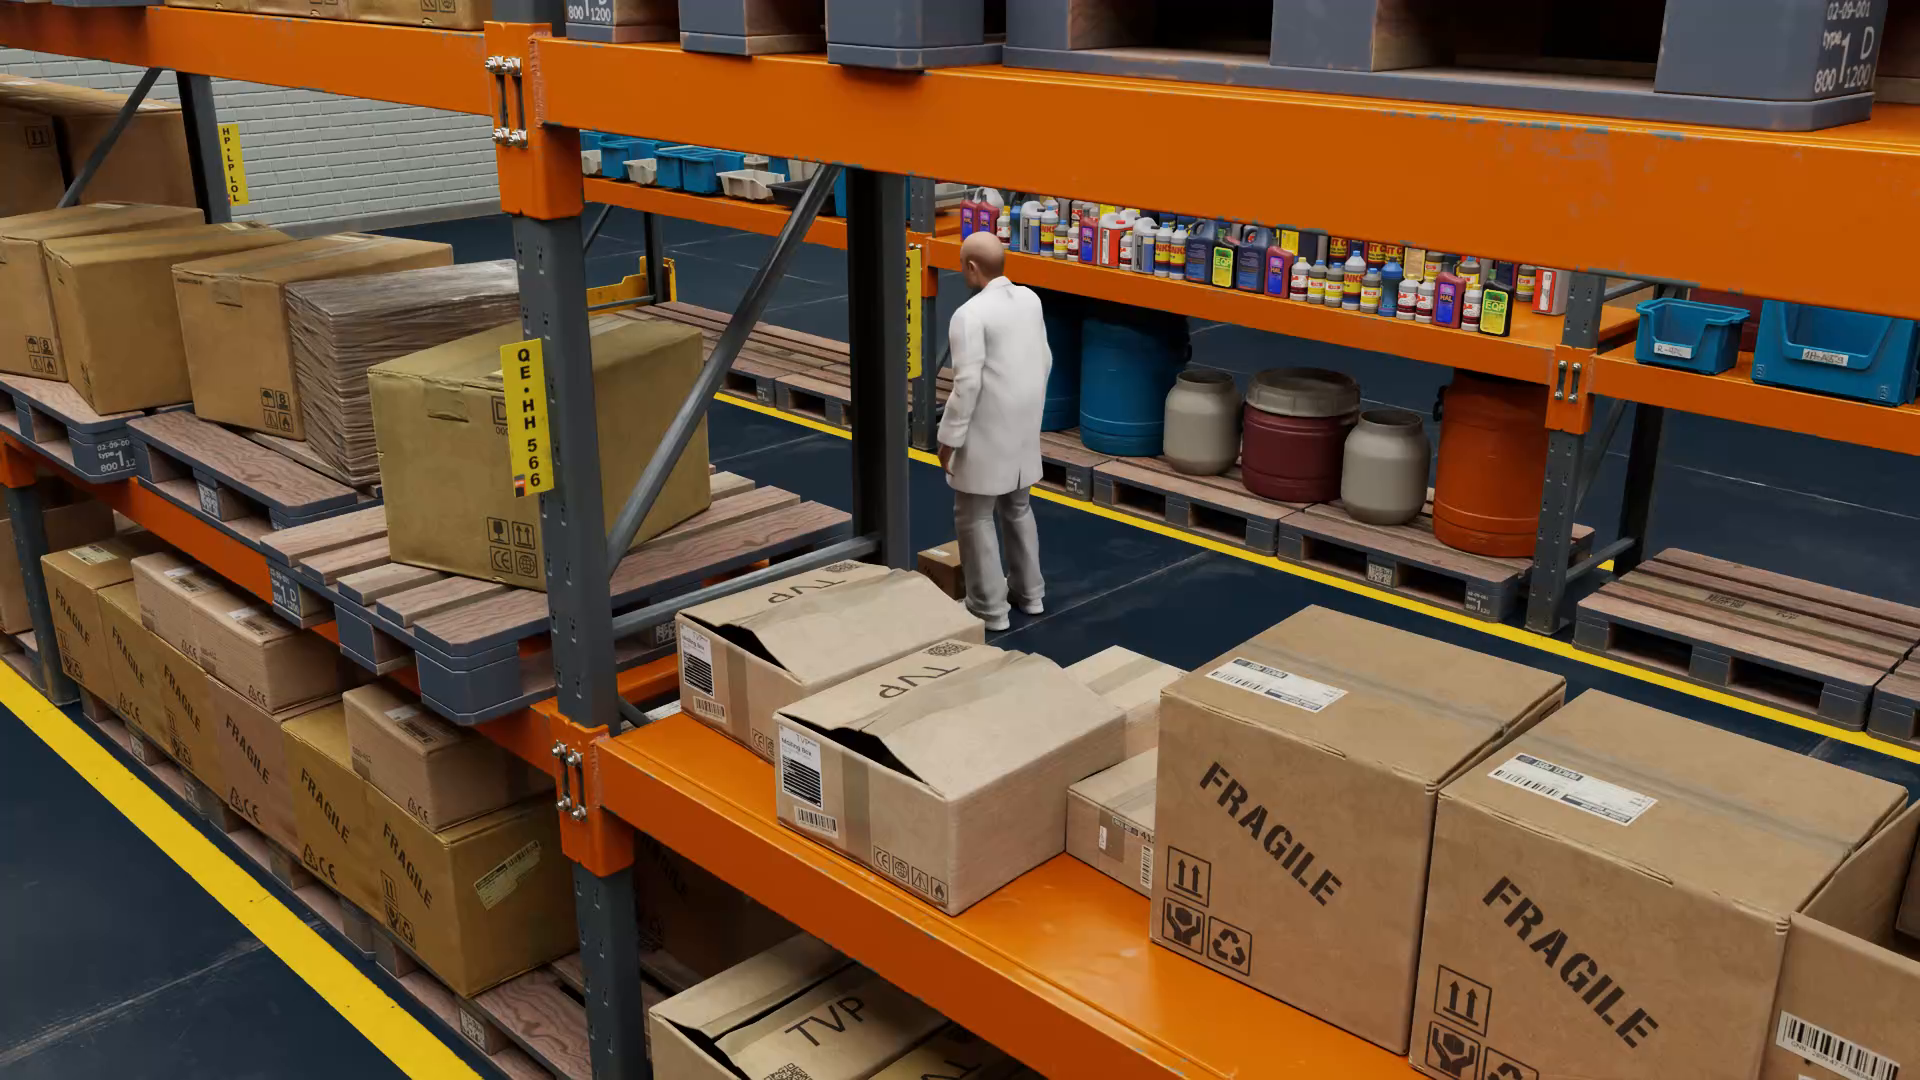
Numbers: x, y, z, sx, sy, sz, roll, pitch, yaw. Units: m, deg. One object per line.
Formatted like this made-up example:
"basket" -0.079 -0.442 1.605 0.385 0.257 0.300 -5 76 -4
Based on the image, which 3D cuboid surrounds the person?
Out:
"person" 0.146 -0.480 7.397 0.403 1.774 0.656 18 27 39
